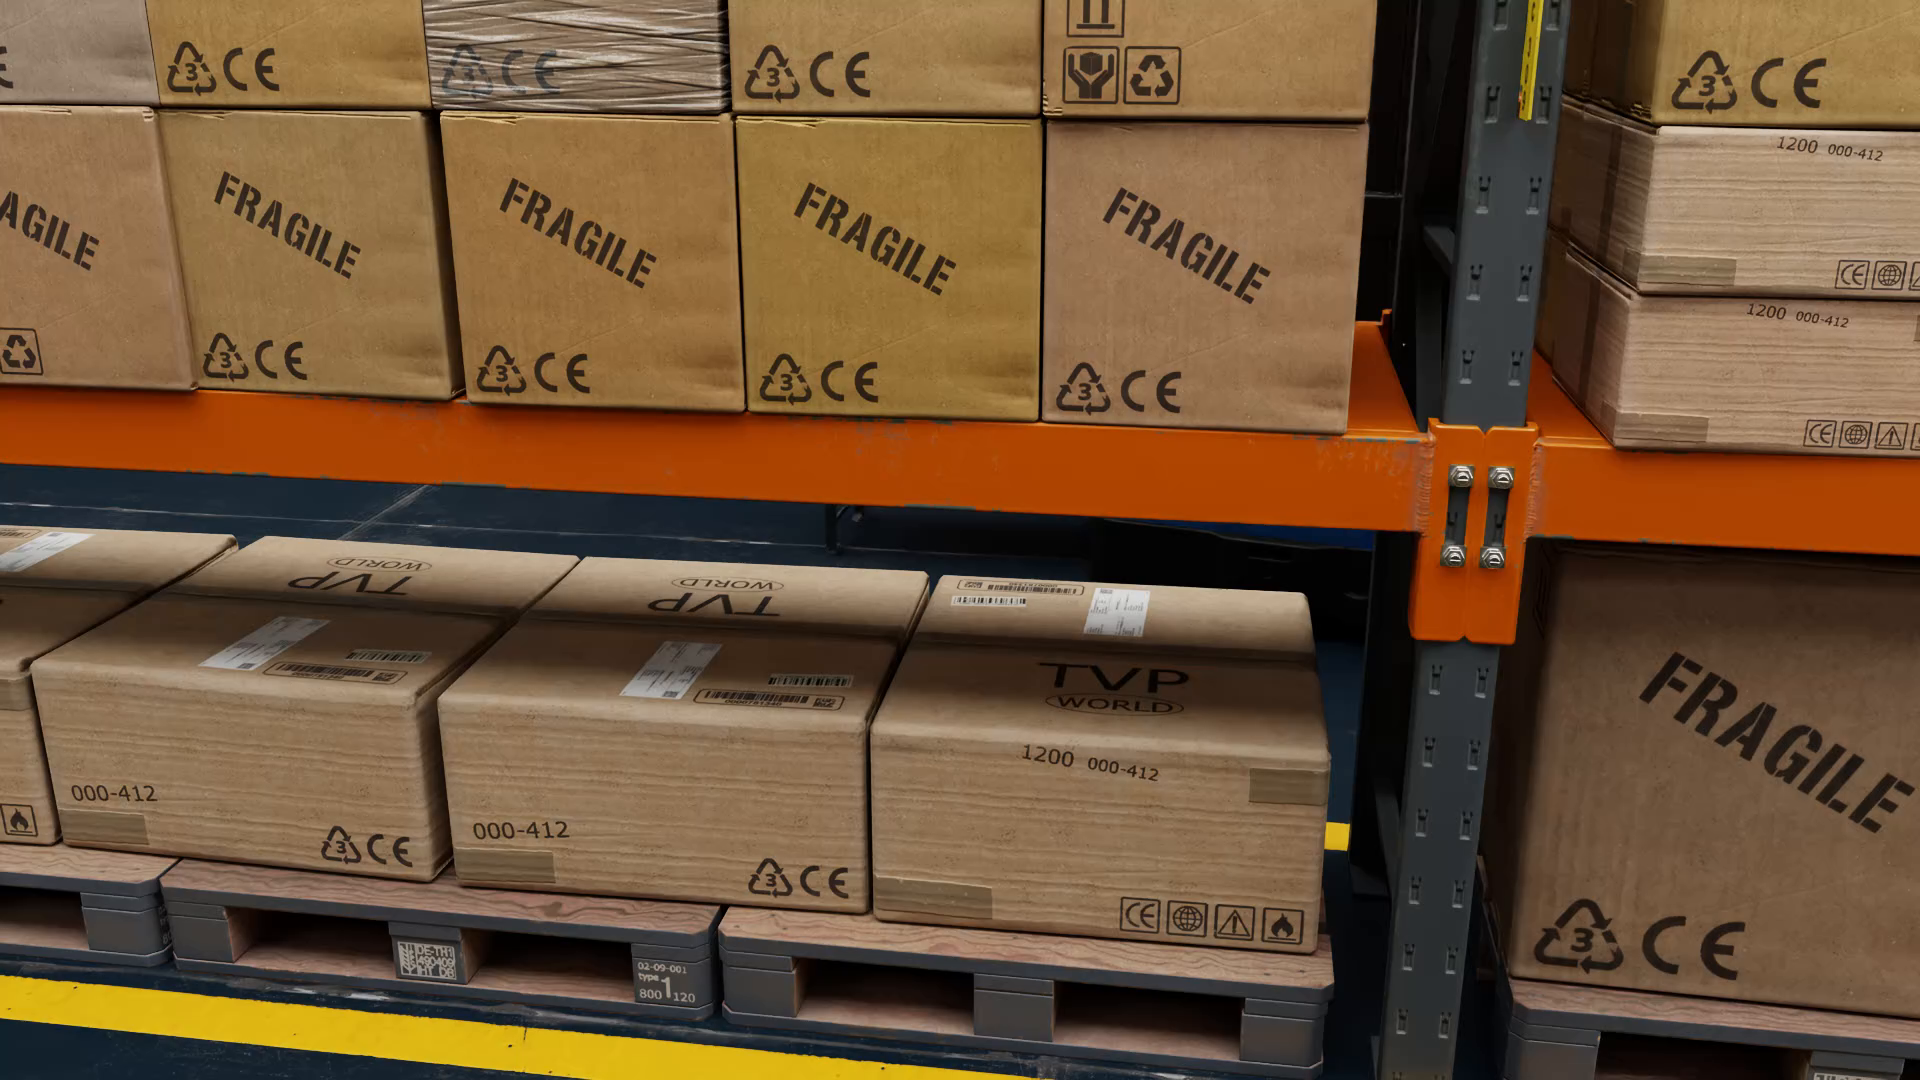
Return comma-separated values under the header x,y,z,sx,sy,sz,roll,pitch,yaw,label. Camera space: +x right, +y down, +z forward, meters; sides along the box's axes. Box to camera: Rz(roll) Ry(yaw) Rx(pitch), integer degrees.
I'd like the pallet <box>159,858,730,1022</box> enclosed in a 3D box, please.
x,y,z,sx,sy,sz,roll,pitch,yaw,label
-1.023,0.693,3.898,1.213,0.211,1.003,3,19,9,pallet

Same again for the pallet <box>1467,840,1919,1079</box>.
x,y,z,sx,sy,sz,roll,pitch,yaw,label
1.697,0.832,3.484,1.213,0.211,1.003,3,19,9,pallet

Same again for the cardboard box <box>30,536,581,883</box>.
x,y,z,sx,sy,sz,roll,pitch,yaw,label
-1.454,0.354,3.893,0.875,0.438,0.875,3,19,10,cardboard box

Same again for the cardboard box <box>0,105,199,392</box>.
x,y,z,sx,sy,sz,roll,pitch,yaw,label
-1.594,-0.592,3.188,0.500,0.500,0.500,3,19,8,cardboard box

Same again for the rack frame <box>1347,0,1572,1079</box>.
x,y,z,sx,sy,sz,roll,pitch,yaw,label
0.923,-0.506,3.087,0.127,3.000,1.000,3,19,9,rack frame

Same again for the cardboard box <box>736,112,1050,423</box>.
x,y,z,sx,sy,sz,roll,pitch,yaw,label
-0.084,-0.520,2.973,0.500,0.500,0.500,2,19,7,cardboard box

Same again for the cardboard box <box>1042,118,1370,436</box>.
x,y,z,sx,sy,sz,roll,pitch,yaw,label
0.425,-0.496,2.901,0.500,0.500,0.500,3,19,9,cardboard box

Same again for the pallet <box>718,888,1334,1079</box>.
x,y,z,sx,sy,sz,roll,pitch,yaw,label
0.185,0.754,3.717,1.213,0.211,1.003,3,19,9,pallet

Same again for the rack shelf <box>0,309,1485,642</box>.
x,y,z,sx,sy,sz,roll,pitch,yaw,label
-1.051,-0.265,3.502,4.000,0.370,1.077,3,19,9,rack shelf

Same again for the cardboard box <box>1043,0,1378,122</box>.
x,y,z,sx,sy,sz,roll,pitch,yaw,label
0.414,-0.964,2.725,0.500,0.500,0.500,3,19,8,cardboard box

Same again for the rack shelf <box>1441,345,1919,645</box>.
x,y,z,sx,sy,sz,roll,pitch,yaw,label
2.898,-0.064,2.900,4.000,0.370,1.077,3,19,9,rack shelf

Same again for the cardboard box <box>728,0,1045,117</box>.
x,y,z,sx,sy,sz,roll,pitch,yaw,label
-0.086,-0.992,2.809,0.500,0.500,0.500,3,19,8,cardboard box

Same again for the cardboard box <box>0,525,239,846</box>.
x,y,z,sx,sy,sz,roll,pitch,yaw,label
-2.359,0.311,4.023,0.875,0.438,0.875,2,19,7,cardboard box

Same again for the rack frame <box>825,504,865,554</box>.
x,y,z,sx,sy,sz,roll,pitch,yaw,label
-0.437,-0.738,6.144,0.032,1.500,0.500,3,19,9,rack frame

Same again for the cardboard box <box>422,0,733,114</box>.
x,y,z,sx,sy,sz,roll,pitch,yaw,label
-0.590,-1.015,2.876,0.500,0.500,0.500,3,19,9,cardboard box

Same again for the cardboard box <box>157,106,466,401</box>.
x,y,z,sx,sy,sz,roll,pitch,yaw,label
-1.097,-0.572,3.128,0.500,0.500,0.500,4,19,10,cardboard box

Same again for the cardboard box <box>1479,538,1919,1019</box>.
x,y,z,sx,sy,sz,roll,pitch,yaw,label
1.548,0.309,3.339,0.875,0.875,0.875,4,19,10,cardboard box

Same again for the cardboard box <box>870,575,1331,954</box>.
x,y,z,sx,sy,sz,roll,pitch,yaw,label
0.320,0.445,3.622,0.875,0.438,0.875,3,19,8,cardboard box

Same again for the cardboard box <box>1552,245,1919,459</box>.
x,y,z,sx,sy,sz,roll,pitch,yaw,label
1.316,-0.330,2.797,0.500,0.250,0.500,2,19,7,cardboard box

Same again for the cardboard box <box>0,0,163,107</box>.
x,y,z,sx,sy,sz,roll,pitch,yaw,label
-1.577,-1.068,3.034,0.500,0.500,0.500,3,19,8,cardboard box

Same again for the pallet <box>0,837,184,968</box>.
x,y,z,sx,sy,sz,roll,pitch,yaw,label
-2.224,0.631,4.084,1.213,0.211,1.003,3,19,9,pallet

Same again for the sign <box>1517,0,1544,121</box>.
x,y,z,sx,sy,sz,roll,pitch,yaw,label
0.837,-0.780,2.417,0.005,0.325,0.100,3,19,9,sign

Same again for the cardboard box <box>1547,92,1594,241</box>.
x,y,z,sx,sy,sz,roll,pitch,yaw,label
1.397,-0.725,3.193,0.500,0.250,0.500,3,19,9,cardboard box

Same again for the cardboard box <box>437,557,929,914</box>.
x,y,z,sx,sy,sz,roll,pitch,yaw,label
-0.564,0.400,3.756,0.875,0.438,0.875,2,19,7,cardboard box

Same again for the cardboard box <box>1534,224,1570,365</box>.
x,y,z,sx,sy,sz,roll,pitch,yaw,label
1.406,-0.491,3.279,0.500,0.250,0.500,2,19,7,cardboard box

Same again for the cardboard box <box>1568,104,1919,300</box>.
x,y,z,sx,sy,sz,roll,pitch,yaw,label
1.313,-0.561,2.701,0.500,0.250,0.500,2,19,7,cardboard box

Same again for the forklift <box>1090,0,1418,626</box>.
x,y,z,sx,sy,sz,roll,pitch,yaw,label
2.012,-1.144,5.104,3.031,2.935,1.130,7,20,21,forklift

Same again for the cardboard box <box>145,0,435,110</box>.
x,y,z,sx,sy,sz,roll,pitch,yaw,label
-1.084,-1.043,2.959,0.500,0.500,0.500,3,19,9,cardboard box

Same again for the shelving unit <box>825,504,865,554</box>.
x,y,z,sx,sy,sz,roll,pitch,yaw,label
0.064,-0.710,6.062,1.048,1.500,0.538,3,19,9,shelving unit

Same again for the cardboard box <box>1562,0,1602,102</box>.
x,y,z,sx,sy,sz,roll,pitch,yaw,label
1.404,-1.083,3.080,0.500,0.500,0.500,4,19,10,cardboard box

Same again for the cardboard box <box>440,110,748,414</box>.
x,y,z,sx,sy,sz,roll,pitch,yaw,label
-0.583,-0.541,3.035,0.500,0.500,0.500,3,19,8,cardboard box

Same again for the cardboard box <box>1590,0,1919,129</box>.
x,y,z,sx,sy,sz,roll,pitch,yaw,label
1.312,-0.915,2.577,0.500,0.500,0.500,3,19,9,cardboard box
